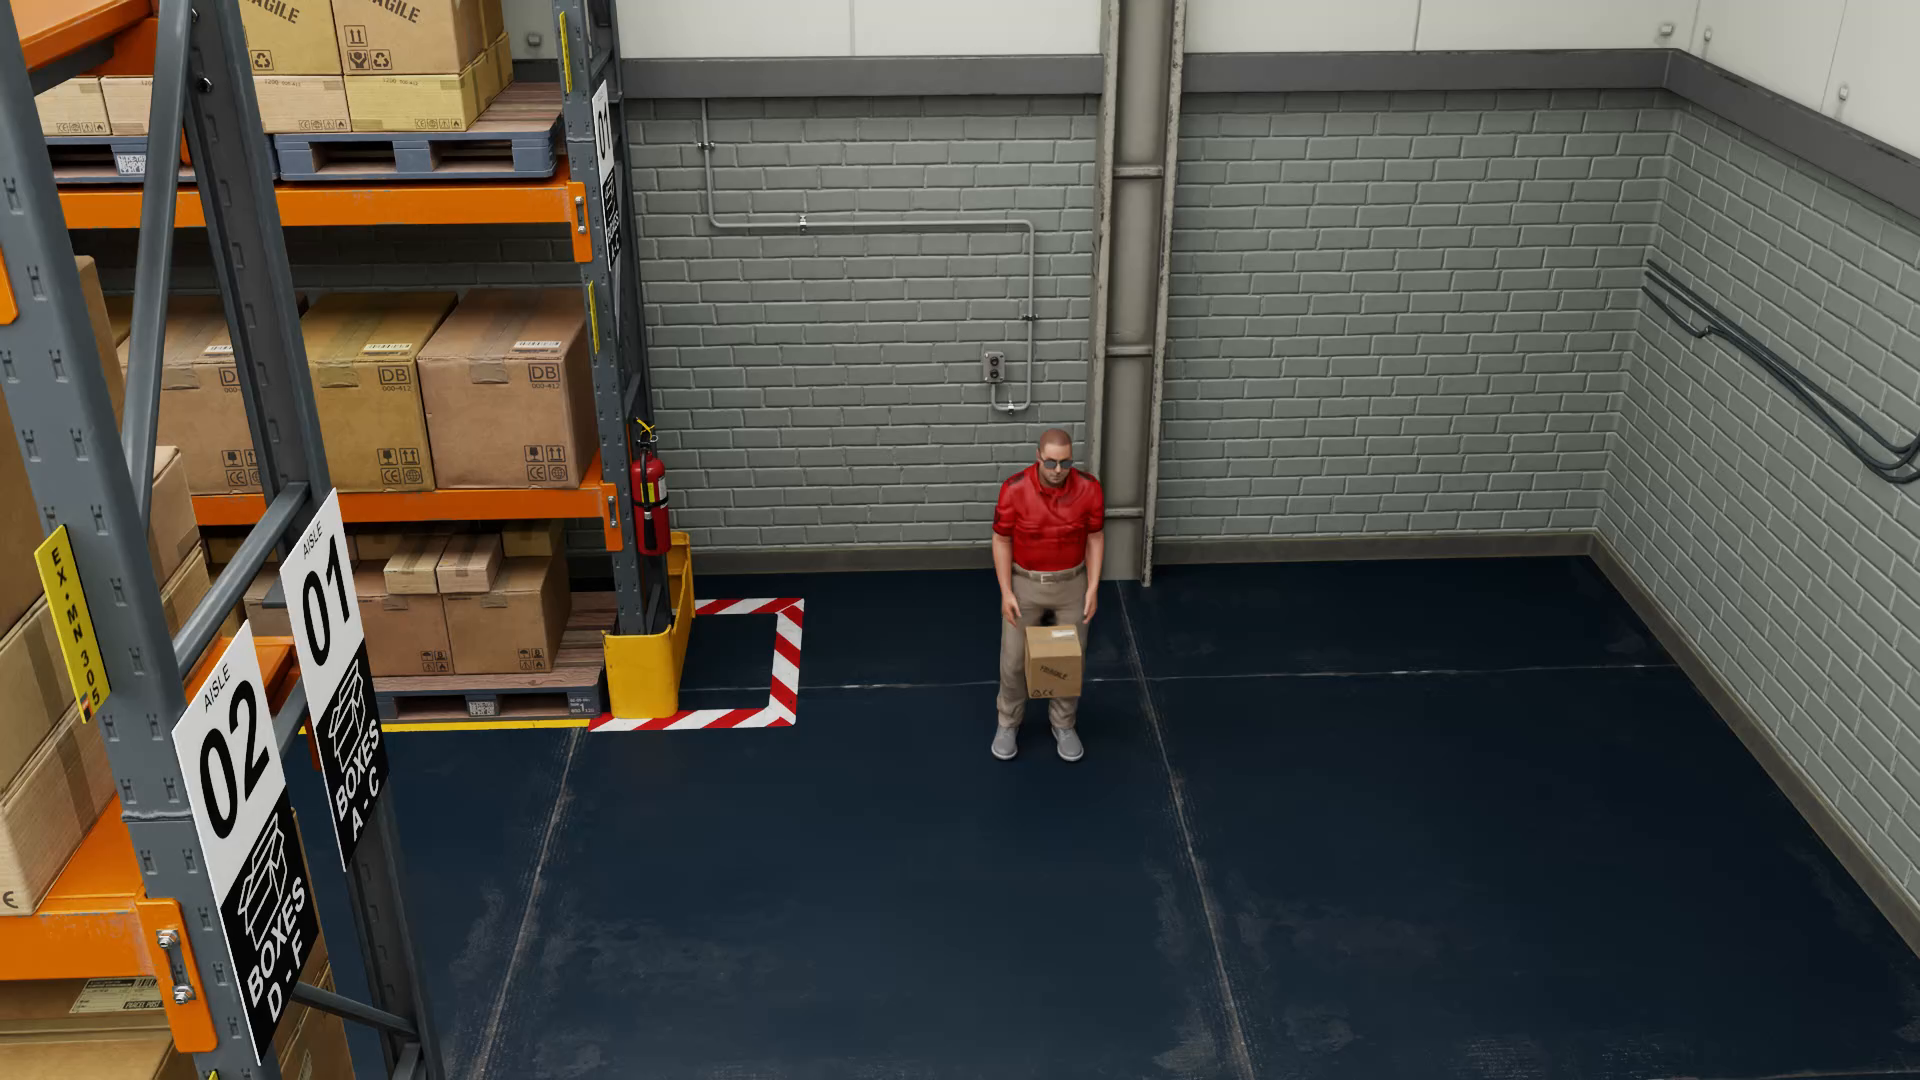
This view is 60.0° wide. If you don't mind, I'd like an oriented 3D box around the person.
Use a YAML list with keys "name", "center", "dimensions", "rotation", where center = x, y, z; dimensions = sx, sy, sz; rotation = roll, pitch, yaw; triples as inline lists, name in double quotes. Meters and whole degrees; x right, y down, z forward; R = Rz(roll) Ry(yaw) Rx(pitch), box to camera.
- name: "person"
  center: [0.431, 0.261, 8.125]
  dimensions: [0.554, 1.732, 0.430]
  rotation: [-2, 27, -4]
